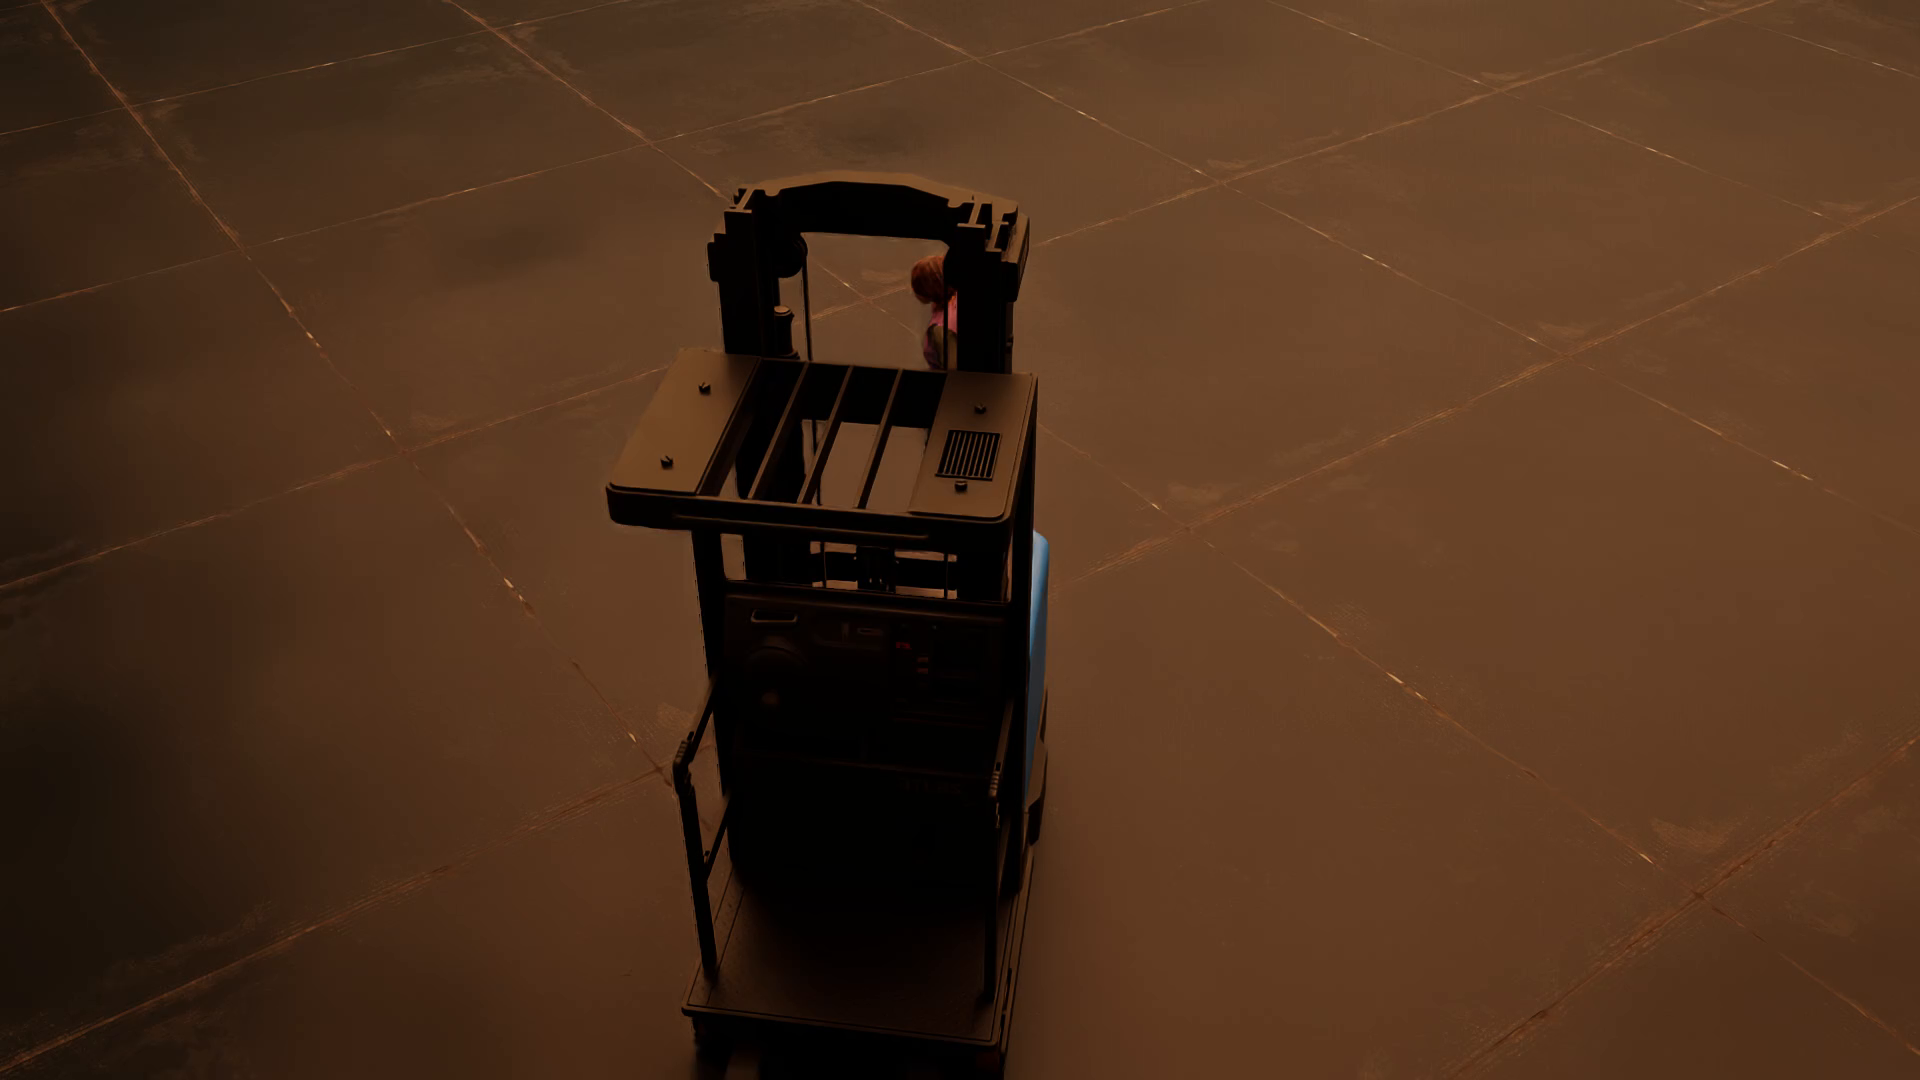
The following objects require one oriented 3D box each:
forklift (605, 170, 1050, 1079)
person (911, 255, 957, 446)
[{"bbox_3d":[-0.349,0.469,5.311,1.130,2.935,3.031,5,37,7],"label":"forklift"},{"bbox_3d":[-0.031,-0.644,7.942,0.417,1.592,0.525,5,37,6],"label":"person"}]
